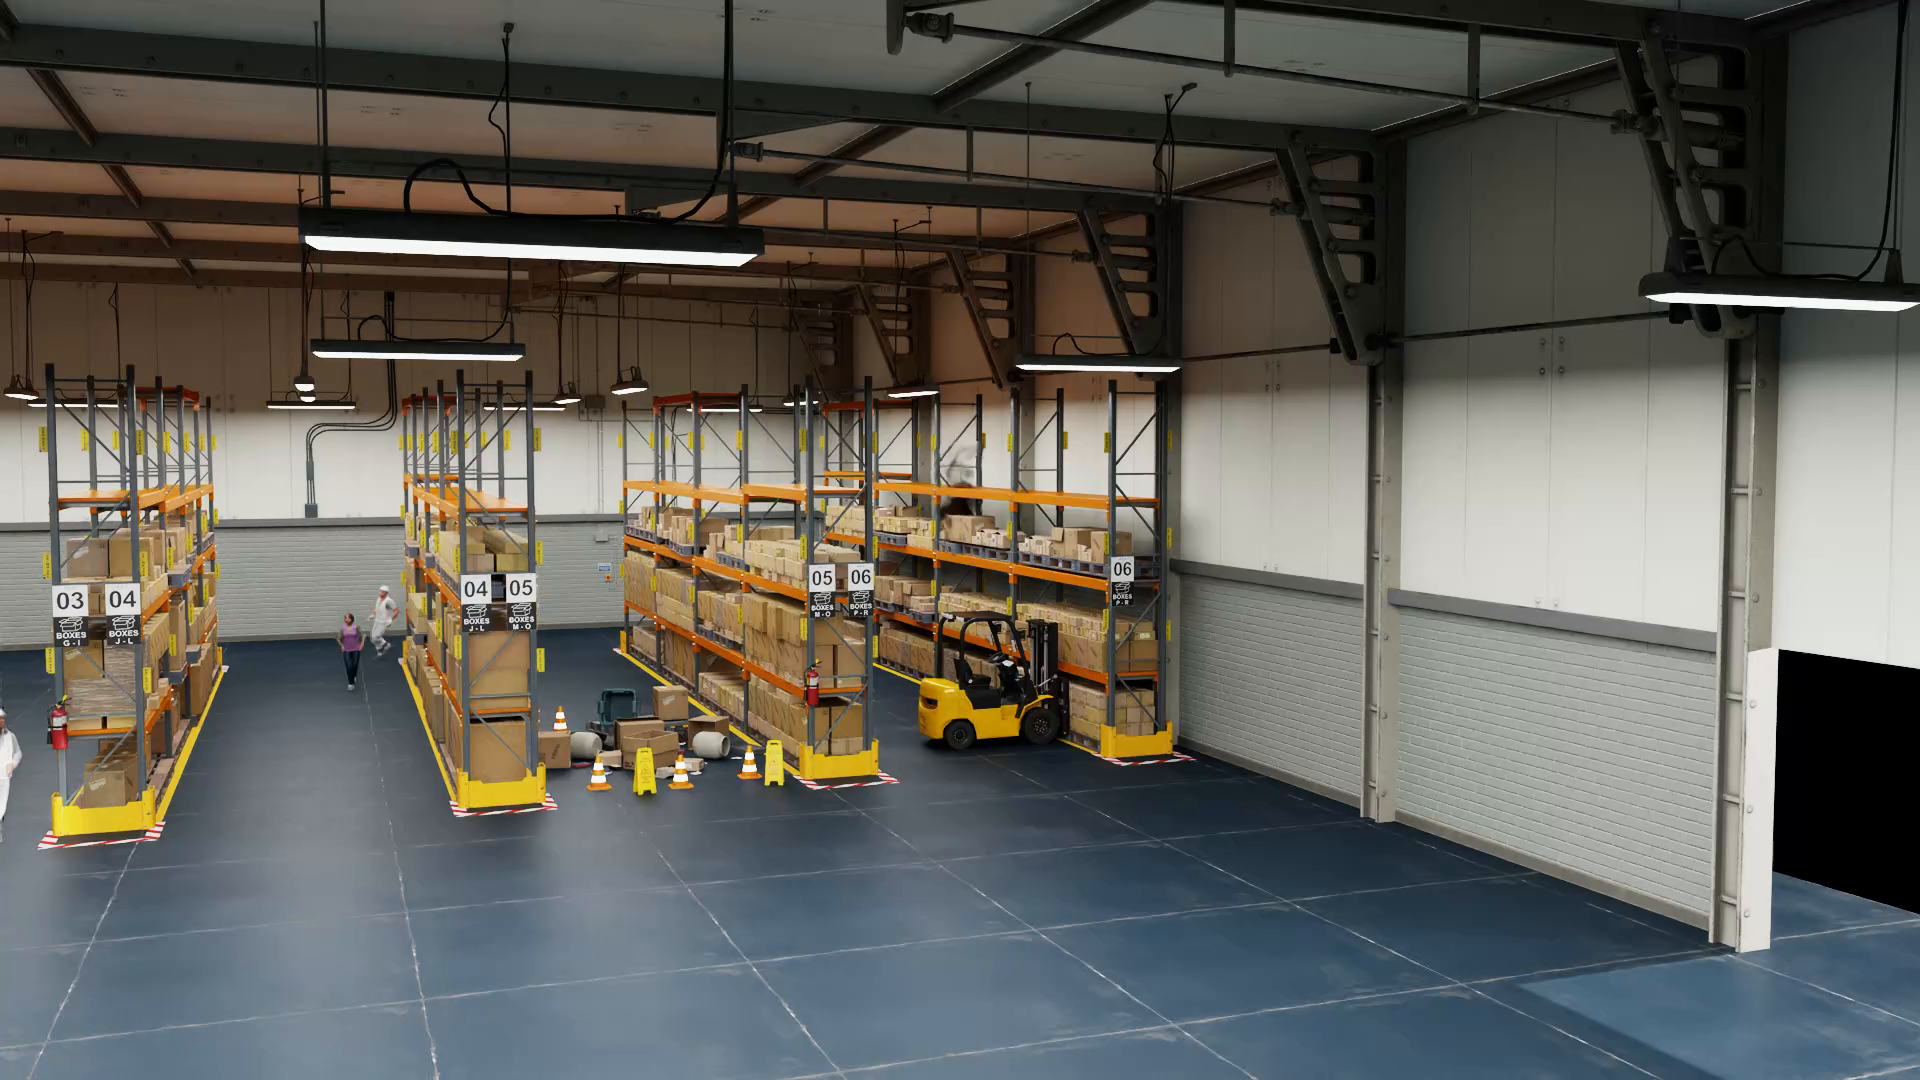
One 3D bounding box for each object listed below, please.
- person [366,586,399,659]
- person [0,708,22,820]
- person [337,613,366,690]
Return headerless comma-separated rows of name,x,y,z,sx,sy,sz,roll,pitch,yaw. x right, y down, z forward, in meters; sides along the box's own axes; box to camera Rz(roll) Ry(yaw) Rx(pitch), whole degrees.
person,-13.319,1.911,38.290,0.718,1.731,0.537,2,4,36
person,-11.969,2.949,20.633,0.528,1.739,0.673,2,4,32
person,-12.335,2.260,33.680,0.550,1.561,0.478,-1,3,-14
